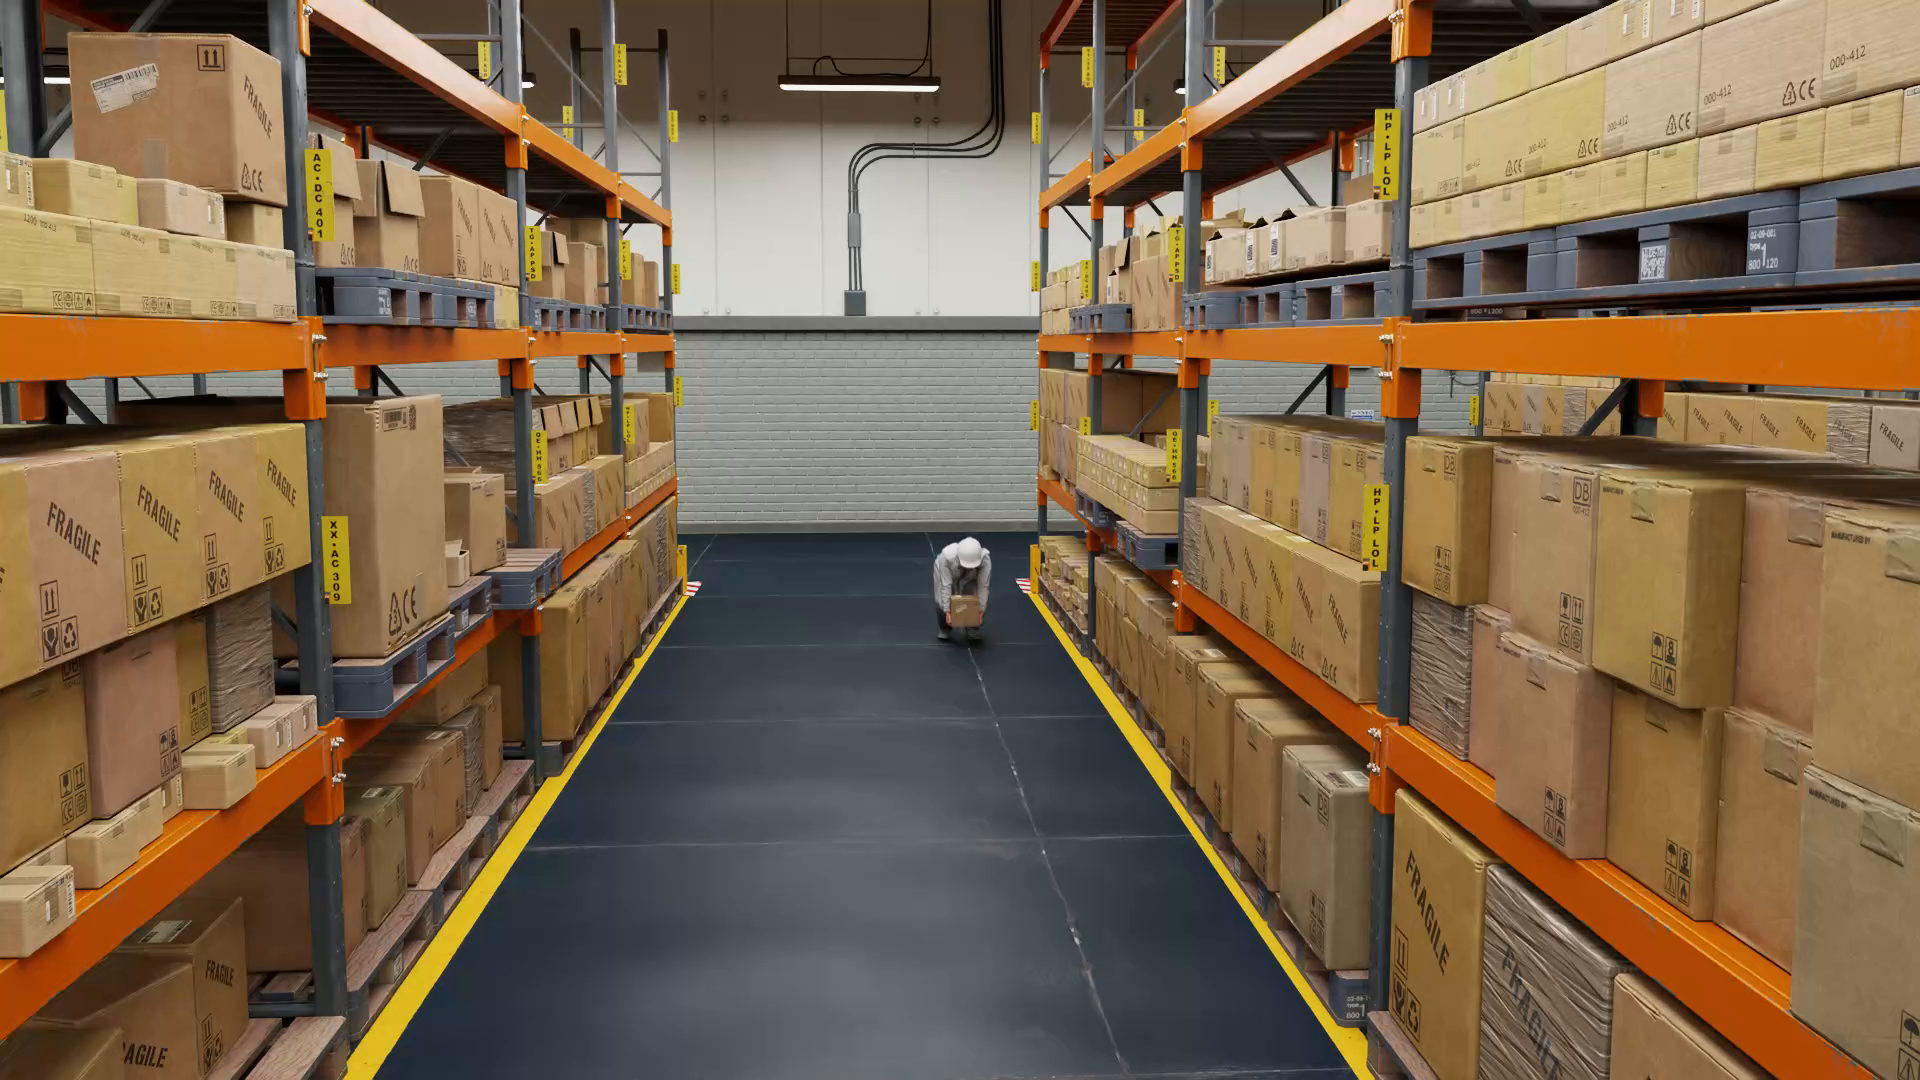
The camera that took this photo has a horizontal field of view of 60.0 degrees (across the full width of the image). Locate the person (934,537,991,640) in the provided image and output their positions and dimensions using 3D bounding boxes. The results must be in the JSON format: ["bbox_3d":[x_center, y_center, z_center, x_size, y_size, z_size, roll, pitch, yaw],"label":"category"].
[{"bbox_3d":[0.018,0.432,15.291,0.511,1.004,0.929,-1,7,-5],"label":"person"}]
